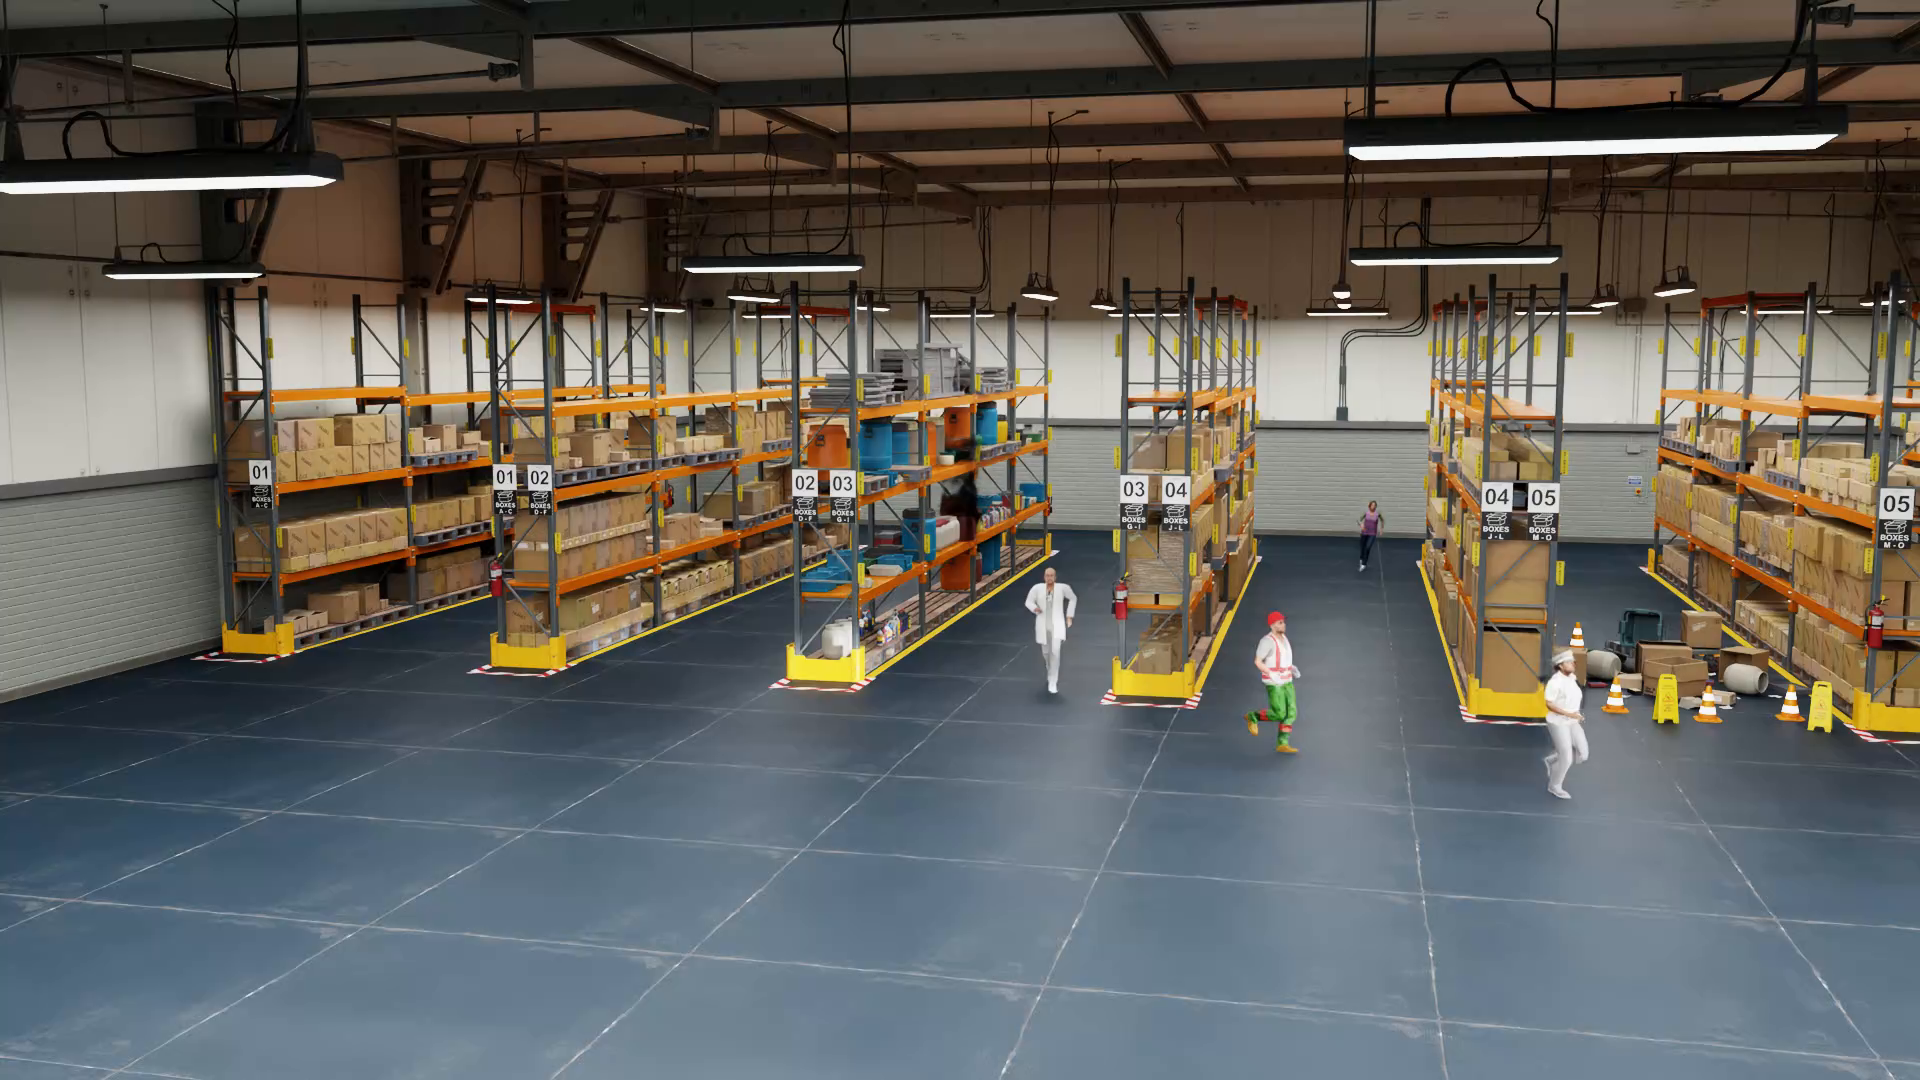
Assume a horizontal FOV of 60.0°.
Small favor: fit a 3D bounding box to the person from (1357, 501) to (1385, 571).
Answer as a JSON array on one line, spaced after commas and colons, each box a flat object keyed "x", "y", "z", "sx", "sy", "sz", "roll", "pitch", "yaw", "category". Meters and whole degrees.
[{"x": 9.306, "y": -0.115, "z": 37.676, "sx": 0.610, "sy": 1.571, "sz": 0.853, "roll": 2, "pitch": 7, "yaw": 20, "category": "person"}]

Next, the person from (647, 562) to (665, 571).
[{"x": -6.348, "y": 0.210, "z": 34.738, "sx": 0.536, "sy": 1.680, "sz": 0.794, "roll": 1, "pitch": 7, "yaw": 8, "category": "person"}]

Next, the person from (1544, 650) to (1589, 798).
[{"x": 6.785, "y": 2.049, "z": 18.626, "sx": 0.613, "sy": 1.670, "sz": 0.562, "roll": -5, "pitch": 8, "yaw": -37, "category": "person"}]

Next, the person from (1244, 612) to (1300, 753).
[{"x": 3.935, "y": 1.763, "z": 20.748, "sx": 0.746, "sy": 1.754, "sz": 0.655, "roll": 6, "pitch": 9, "yaw": 44, "category": "person"}]

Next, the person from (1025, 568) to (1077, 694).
[{"x": 1.336, "y": 1.296, "z": 24.658, "sx": 0.741, "sy": 1.800, "sz": 1.023, "roll": 1, "pitch": 7, "yaw": 11, "category": "person"}]
